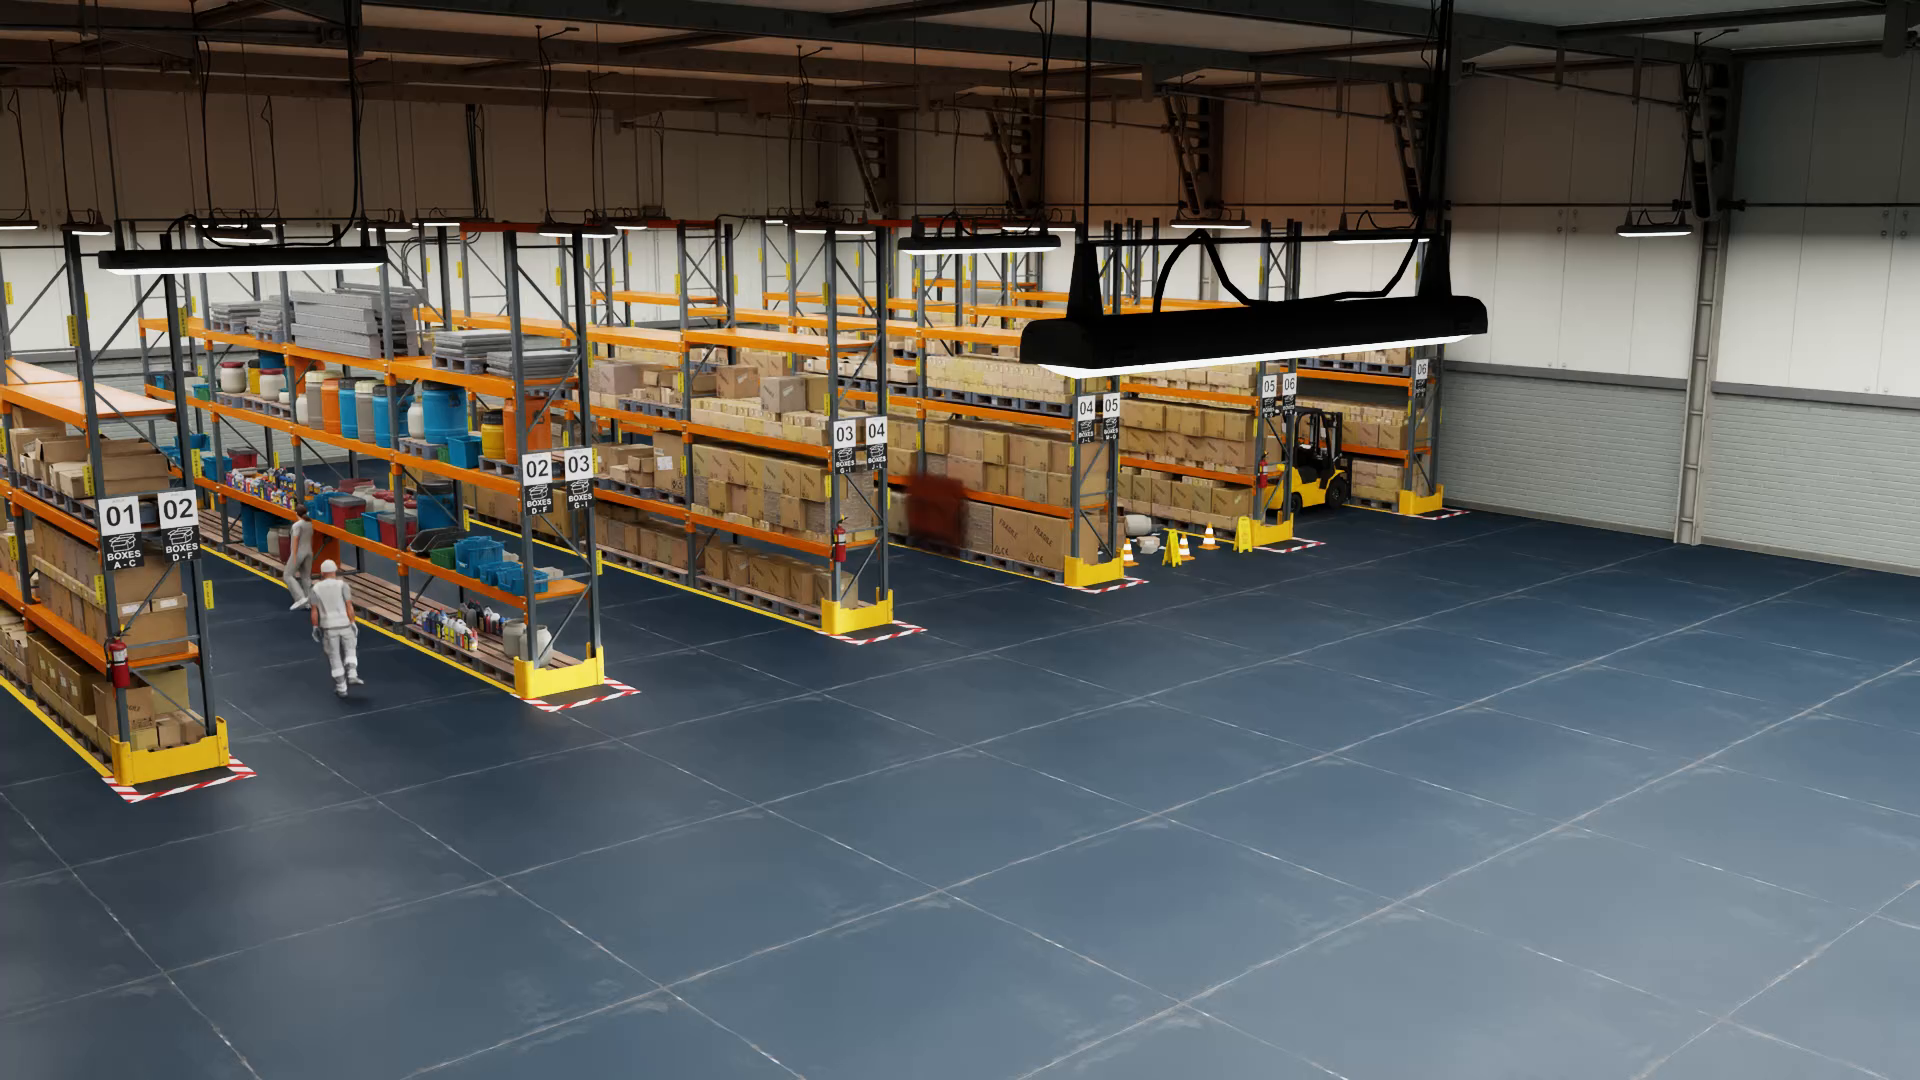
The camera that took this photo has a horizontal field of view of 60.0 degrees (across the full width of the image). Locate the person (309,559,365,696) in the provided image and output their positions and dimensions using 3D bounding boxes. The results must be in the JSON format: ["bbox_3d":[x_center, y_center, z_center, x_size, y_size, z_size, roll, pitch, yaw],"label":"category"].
[{"bbox_3d":[-8.140,1.144,21.692,0.576,1.776,0.569,-6,13,-29],"label":"person"}]

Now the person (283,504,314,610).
[{"bbox_3d":[-10.434,0.267,26.284,0.409,1.670,0.573,5,12,23],"label":"person"}]
